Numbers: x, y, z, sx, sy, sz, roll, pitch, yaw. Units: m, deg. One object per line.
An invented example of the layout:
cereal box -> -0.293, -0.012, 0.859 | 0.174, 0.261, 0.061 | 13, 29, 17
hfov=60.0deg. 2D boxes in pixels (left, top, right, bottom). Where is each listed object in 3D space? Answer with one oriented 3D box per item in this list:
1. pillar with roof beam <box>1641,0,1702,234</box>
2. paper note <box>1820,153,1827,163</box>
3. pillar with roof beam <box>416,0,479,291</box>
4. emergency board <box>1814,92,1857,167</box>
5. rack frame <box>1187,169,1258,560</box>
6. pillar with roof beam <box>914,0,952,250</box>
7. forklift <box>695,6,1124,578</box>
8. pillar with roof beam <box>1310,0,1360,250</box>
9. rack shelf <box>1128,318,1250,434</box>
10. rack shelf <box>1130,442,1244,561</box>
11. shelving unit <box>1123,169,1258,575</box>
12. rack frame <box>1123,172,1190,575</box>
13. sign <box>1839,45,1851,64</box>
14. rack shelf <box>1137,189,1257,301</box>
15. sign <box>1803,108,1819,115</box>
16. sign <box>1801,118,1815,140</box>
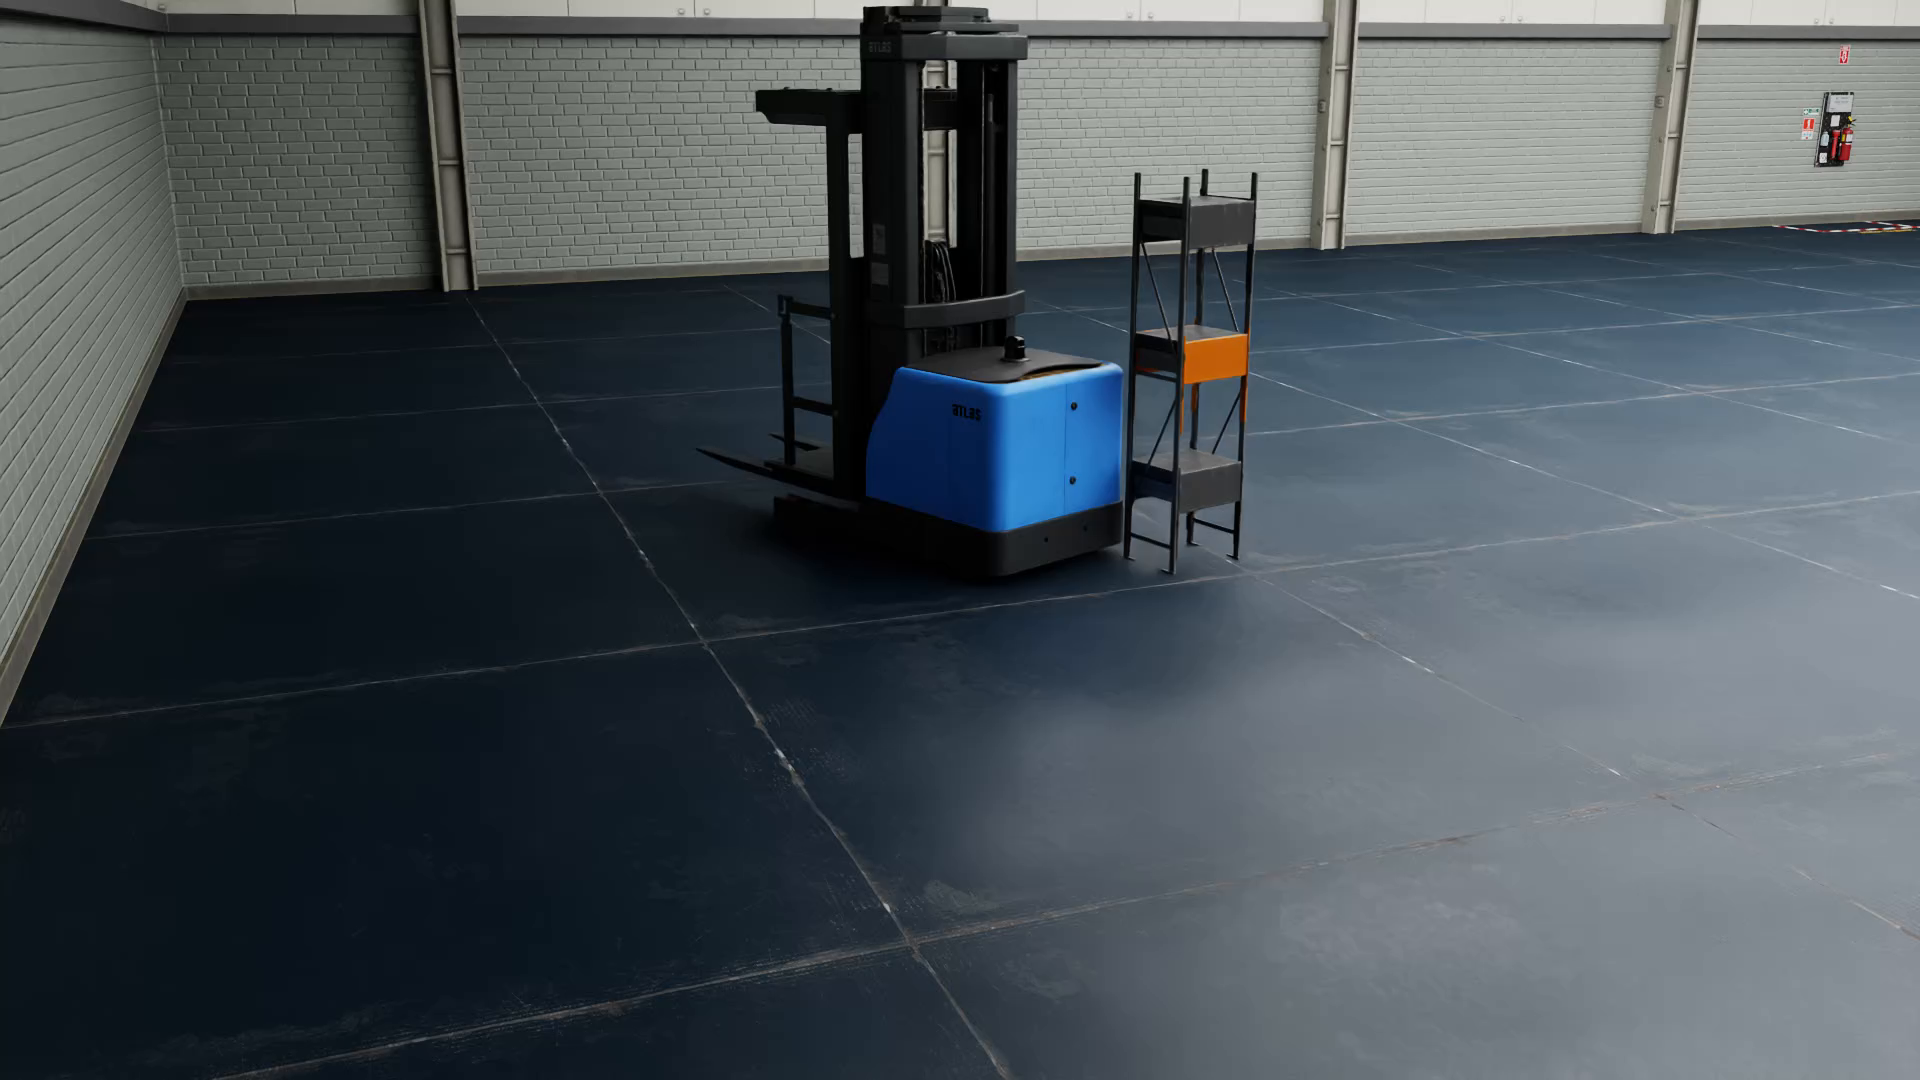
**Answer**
pillar with roof beam -> 12.408, -7.982, 20.810 | 0.400, 9.000, 9.100 | -6, 17, -20
paper note -> 13.959, -6.180, 26.883 | 0.142, 0.148, 0.016 | -6, 17, -20
pillar with roof beam -> -4.400, -6.168, 14.630 | 0.400, 9.000, 9.100 | -6, 17, -20
emergency board -> 14.149, -6.602, 26.758 | 0.643, 1.169, 0.194 | -6, 17, -20
rack frame -> 1.427, -0.945, 9.091 | 0.015, 2.100, 0.400 | -12, 20, -35
pillar with roof beam -> 1.203, -6.773, 16.690 | 0.400, 9.000, 9.100 | -6, 17, -20
forklift -> -0.461, -1.547, 9.664 | 1.130, 2.935, 3.031 | -15, 22, -41
pillar with roof beam -> 6.806, -7.377, 18.750 | 0.400, 9.000, 9.100 | -6, 17, -20
rack shelf -> 1.231, -0.891, 8.955 | 0.480, 0.518, 0.431 | -12, 20, -35
rack shelf -> 1.231, -0.220, 9.153 | 0.480, 0.518, 0.431 | -12, 20, -35
shelving unit -> 1.231, -0.904, 8.951 | 0.503, 2.100, 0.431 | -12, 20, -35
rack frame -> 1.035, -0.863, 8.812 | 0.015, 2.100, 0.400 | -12, 20, -35
sign -> 14.106, -7.740, 26.518 | 0.199, 0.298, 0.001 | -6, 17, -20
rack shelf -> 1.231, -1.563, 8.758 | 0.480, 0.518, 0.431 | -12, 20, -35
sign -> 13.604, -6.843, 26.574 | 0.331, 0.109, 0.001 | -6, 17, -20
sign -> 13.596, -6.591, 26.655 | 0.234, 0.329, 0.001 | -6, 17, -20
